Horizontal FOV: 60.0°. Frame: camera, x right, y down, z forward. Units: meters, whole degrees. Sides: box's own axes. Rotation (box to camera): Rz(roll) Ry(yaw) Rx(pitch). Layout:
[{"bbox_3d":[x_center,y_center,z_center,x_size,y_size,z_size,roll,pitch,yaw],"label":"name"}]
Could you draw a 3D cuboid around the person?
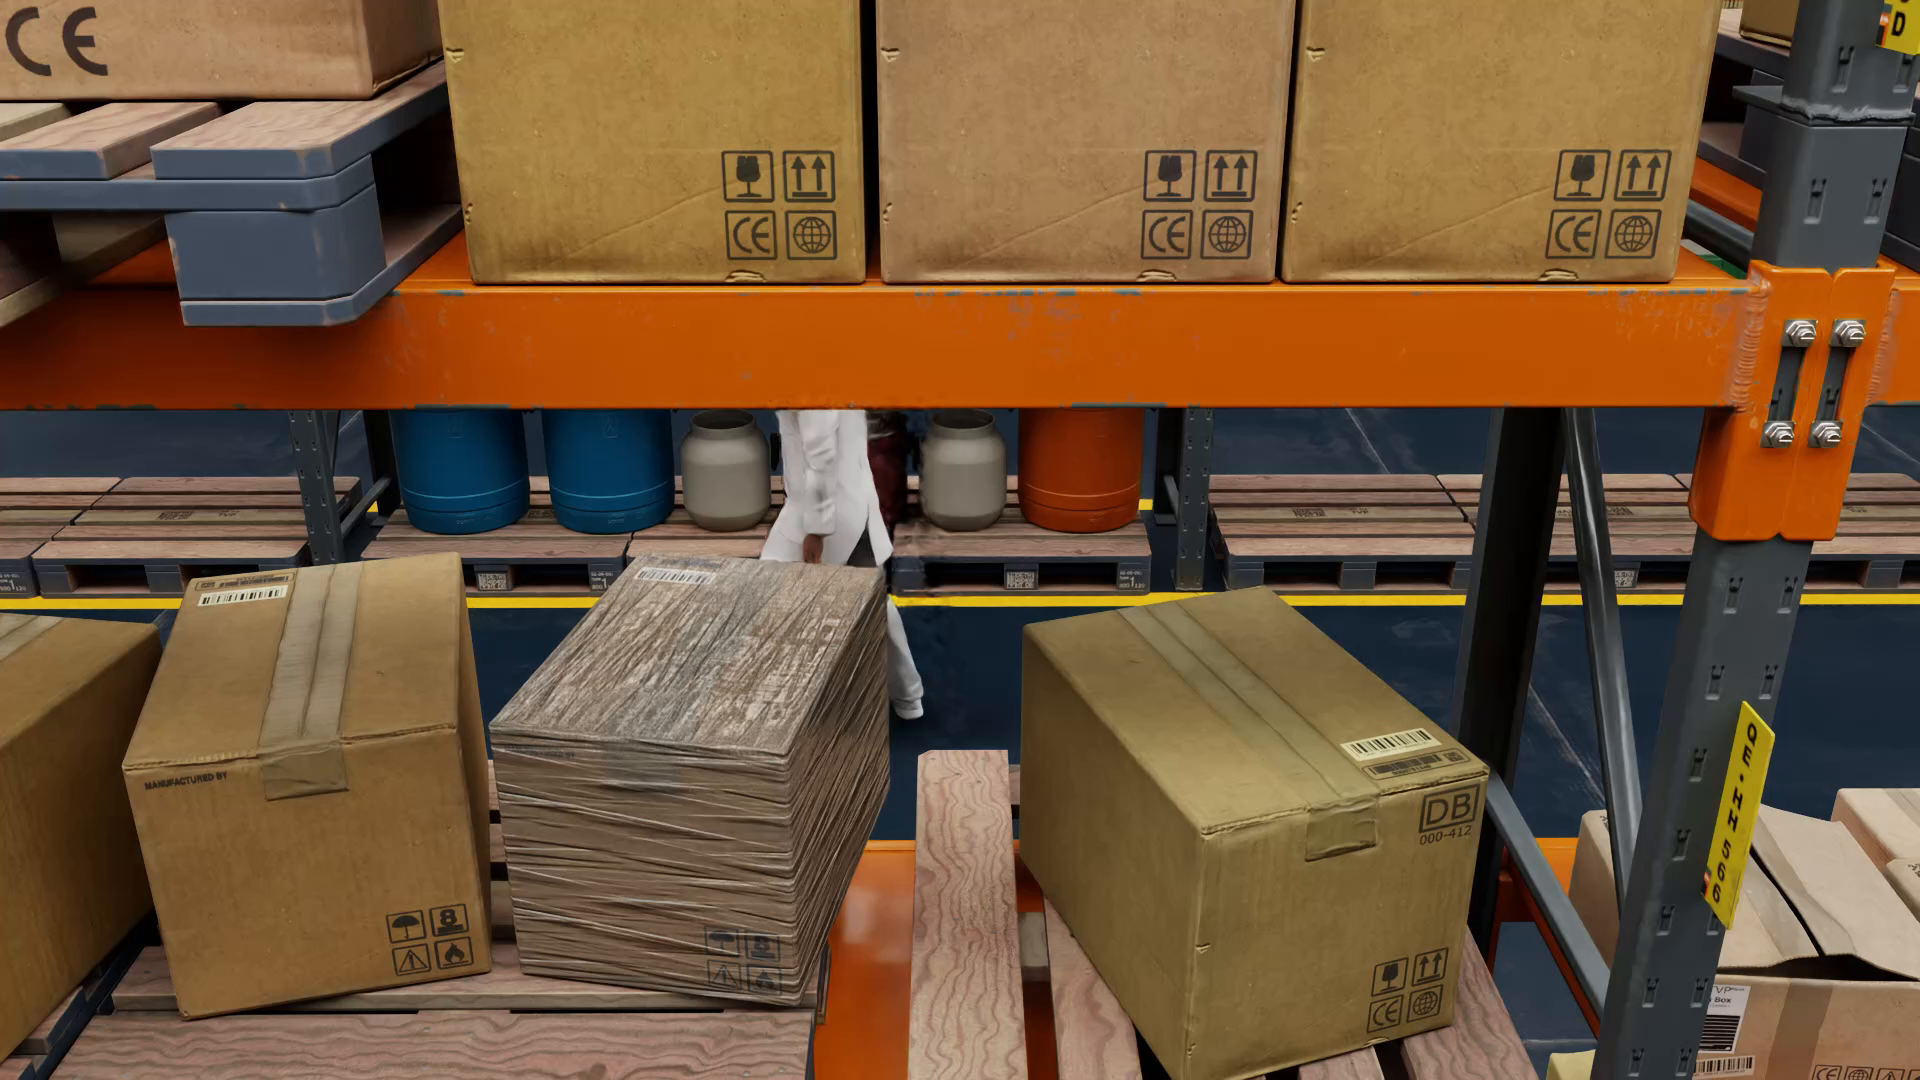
[{"bbox_3d":[-0.525,-0.118,6.338,0.768,1.764,0.614,8,25,17],"label":"person"}]
